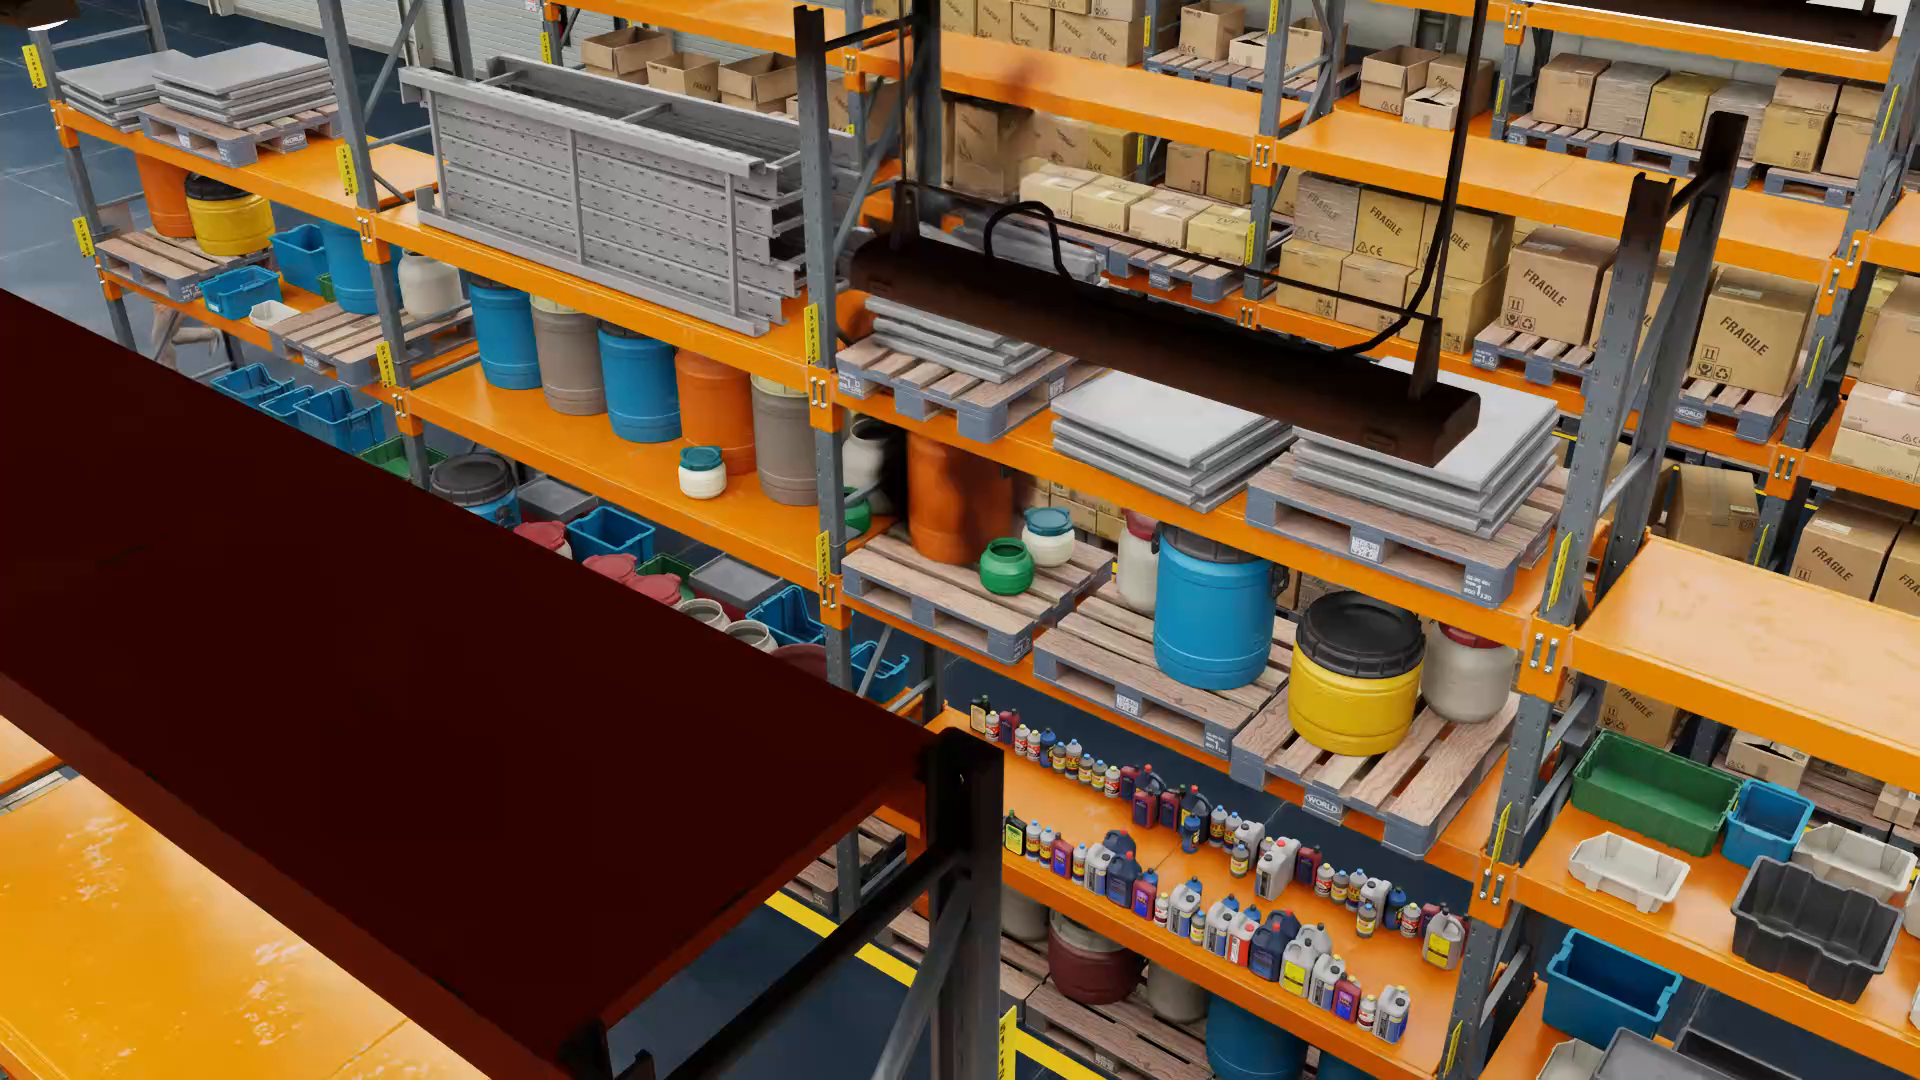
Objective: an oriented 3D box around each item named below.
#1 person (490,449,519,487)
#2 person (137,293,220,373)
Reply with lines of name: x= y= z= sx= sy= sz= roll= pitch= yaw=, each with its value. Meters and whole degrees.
person: x=-4.190 y=-1.020 z=15.330 sx=0.761 sy=1.751 sz=0.547 roll=11 pitch=33 yaw=18
person: x=-8.430 y=-2.497 z=17.768 sx=0.825 sy=1.685 sz=0.677 roll=-15 pitch=34 yaw=-23
